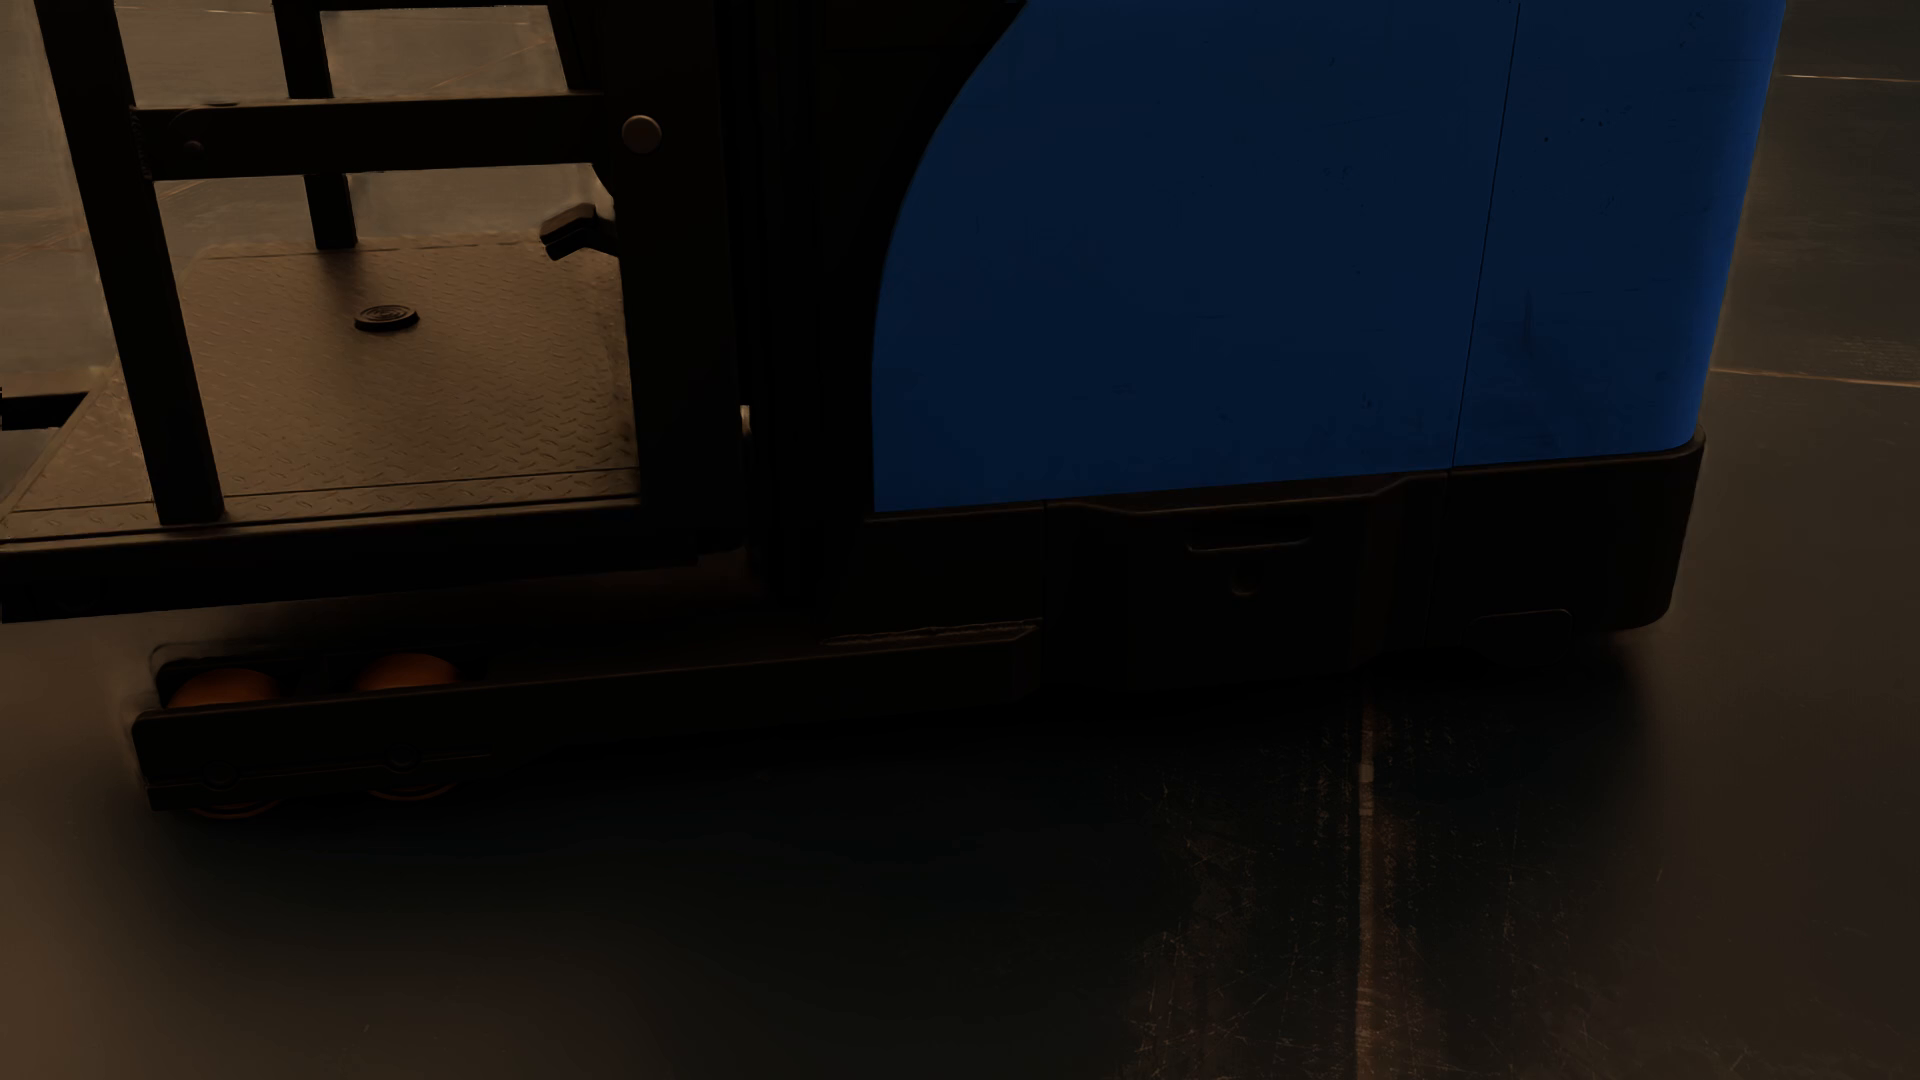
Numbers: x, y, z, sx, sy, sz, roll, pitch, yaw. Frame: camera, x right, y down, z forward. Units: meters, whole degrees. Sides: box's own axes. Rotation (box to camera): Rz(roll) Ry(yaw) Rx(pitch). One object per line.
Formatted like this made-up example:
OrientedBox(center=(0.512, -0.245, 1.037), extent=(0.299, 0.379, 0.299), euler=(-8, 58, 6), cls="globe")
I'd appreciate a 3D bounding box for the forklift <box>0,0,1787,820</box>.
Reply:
OrientedBox(center=(-0.632, -1.251, 1.726), extent=(3.031, 2.935, 1.130), euler=(-5, 27, -9), cls="forklift")
